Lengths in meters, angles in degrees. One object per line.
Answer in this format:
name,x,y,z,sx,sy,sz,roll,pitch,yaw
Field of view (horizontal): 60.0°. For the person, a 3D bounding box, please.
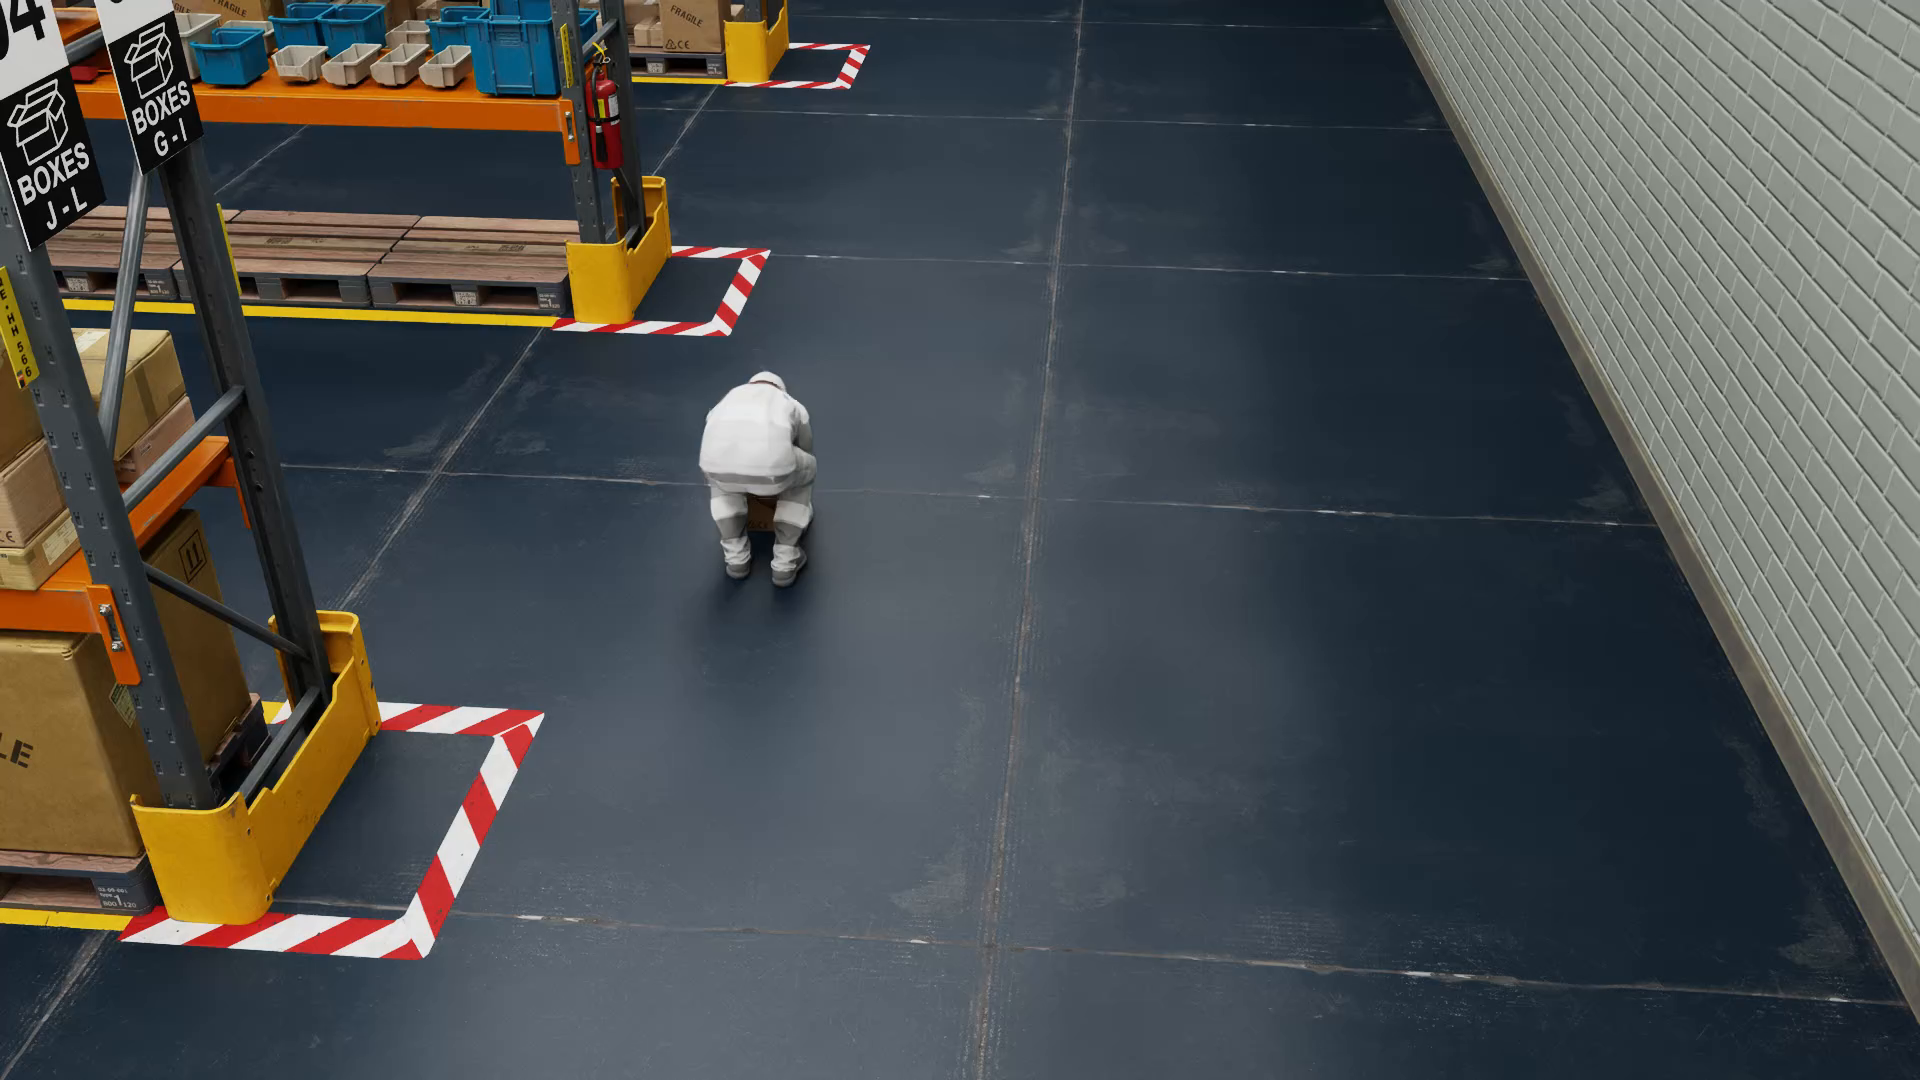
person,-0.899,-0.309,7.505,0.526,0.894,0.961,1,32,2
